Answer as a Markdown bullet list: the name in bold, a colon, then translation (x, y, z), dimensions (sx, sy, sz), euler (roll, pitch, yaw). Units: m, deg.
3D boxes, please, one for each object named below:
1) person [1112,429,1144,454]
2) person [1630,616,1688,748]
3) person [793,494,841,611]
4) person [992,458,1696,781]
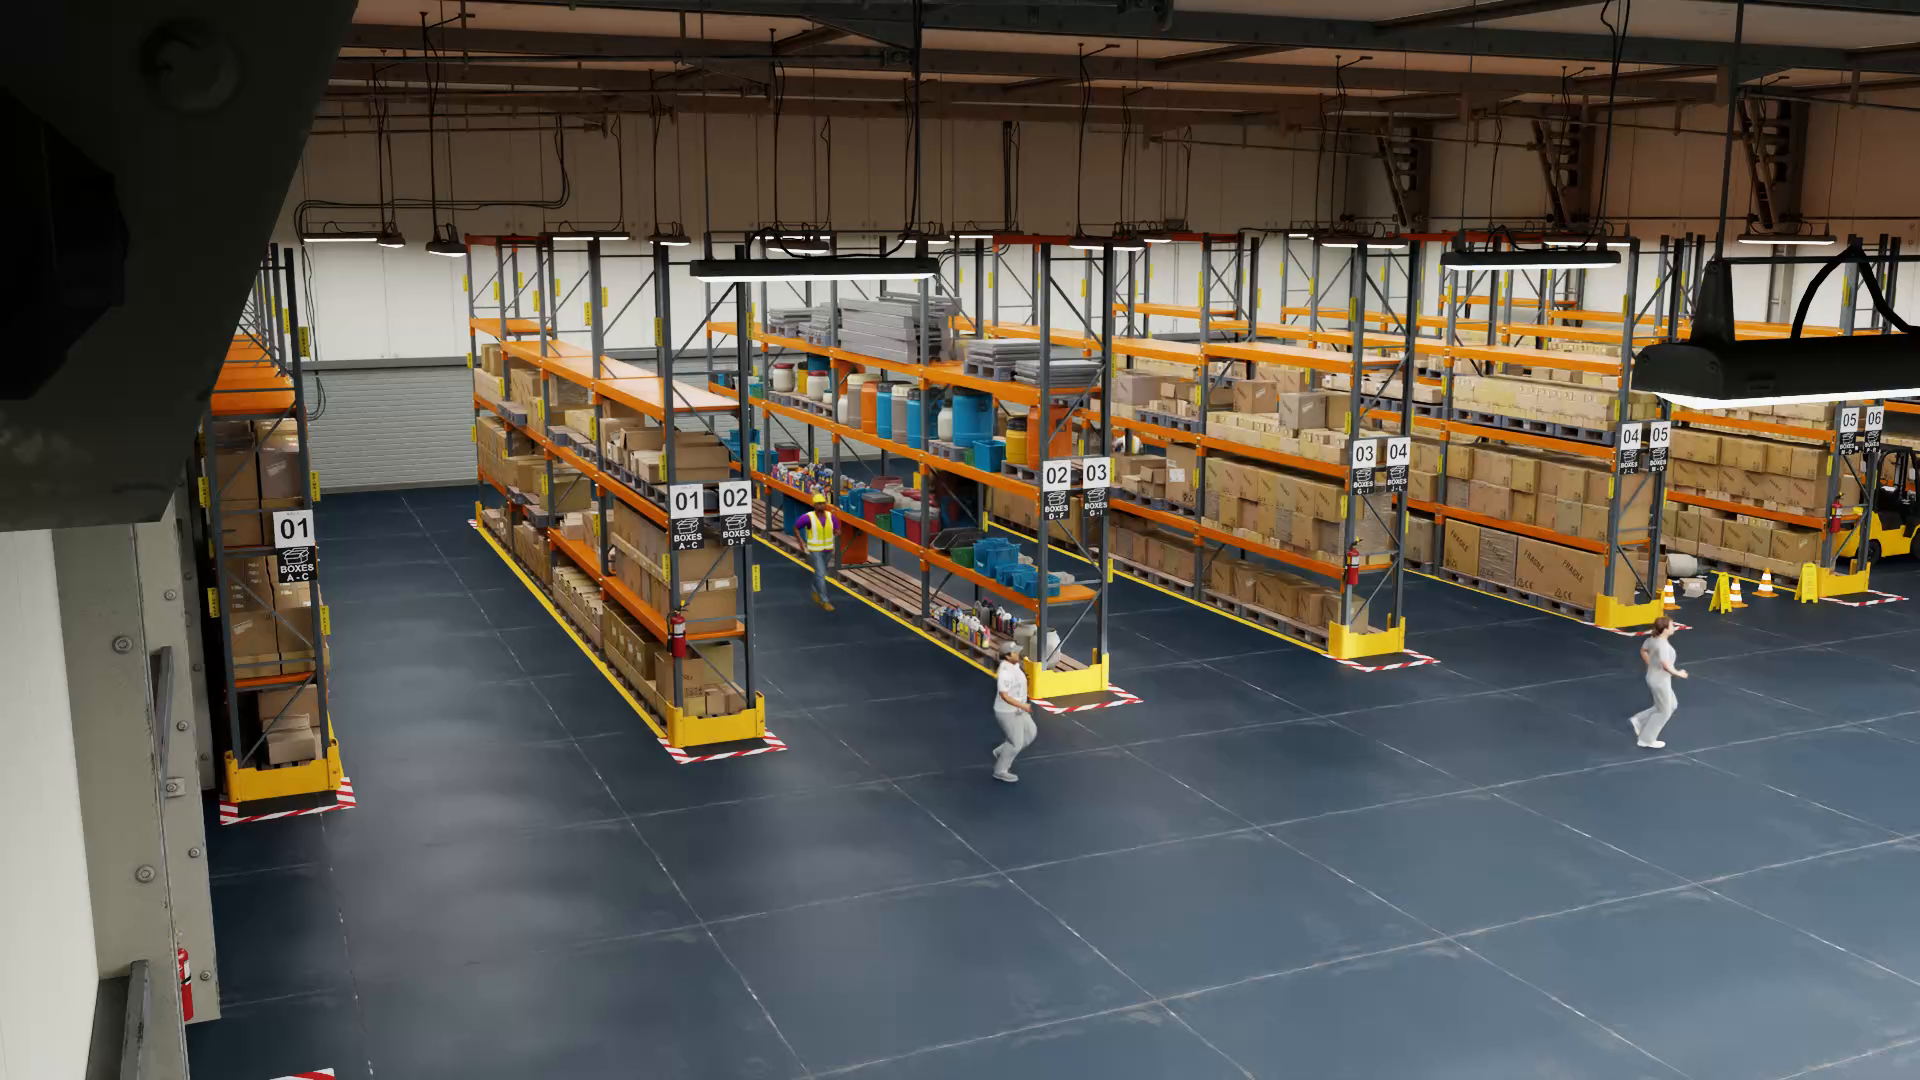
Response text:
- **person**: translation (3.792, -1.698, 37.060), dimensions (0.686, 1.763, 0.996), euler (-5, 12, -25)
- **person**: translation (8.436, 1.704, 20.035), dimensions (0.579, 1.625, 0.591), euler (1, 11, 6)
- **person**: translation (-2.164, 0.183, 25.956), dimensions (0.700, 1.804, 0.920), euler (-7, 13, -33)
- **person**: translation (7.159, 0.607, 24.926), dimensions (11.637, 1.950, 14.705), euler (2, 11, 8)
